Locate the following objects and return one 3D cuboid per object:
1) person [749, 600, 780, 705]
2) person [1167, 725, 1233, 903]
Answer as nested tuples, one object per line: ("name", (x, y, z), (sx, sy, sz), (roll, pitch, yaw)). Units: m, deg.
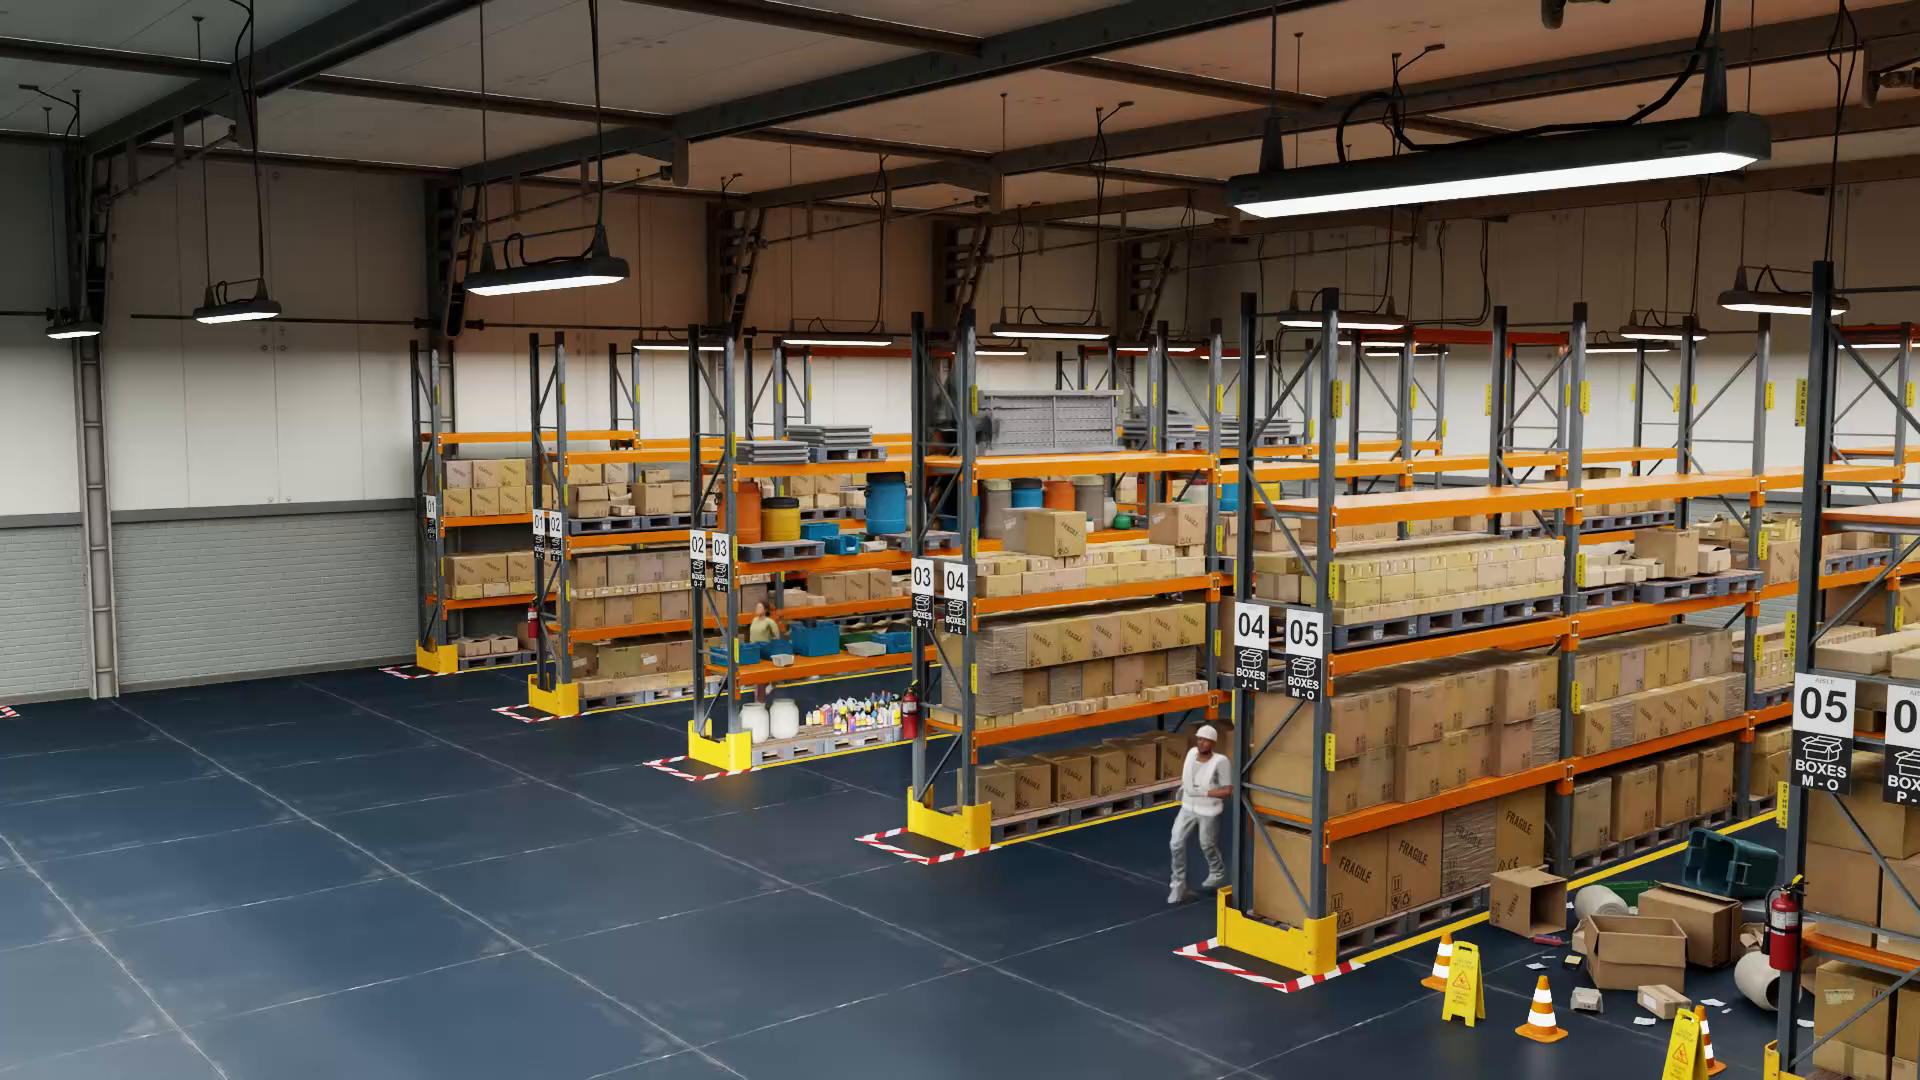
("person", (-2.988, 1.726, 25.291), (0.581, 1.636, 0.565), (4, 6, 34))
("person", (2.477, 2.756, 16.757), (0.681, 1.838, 0.764), (5, 7, 41))
